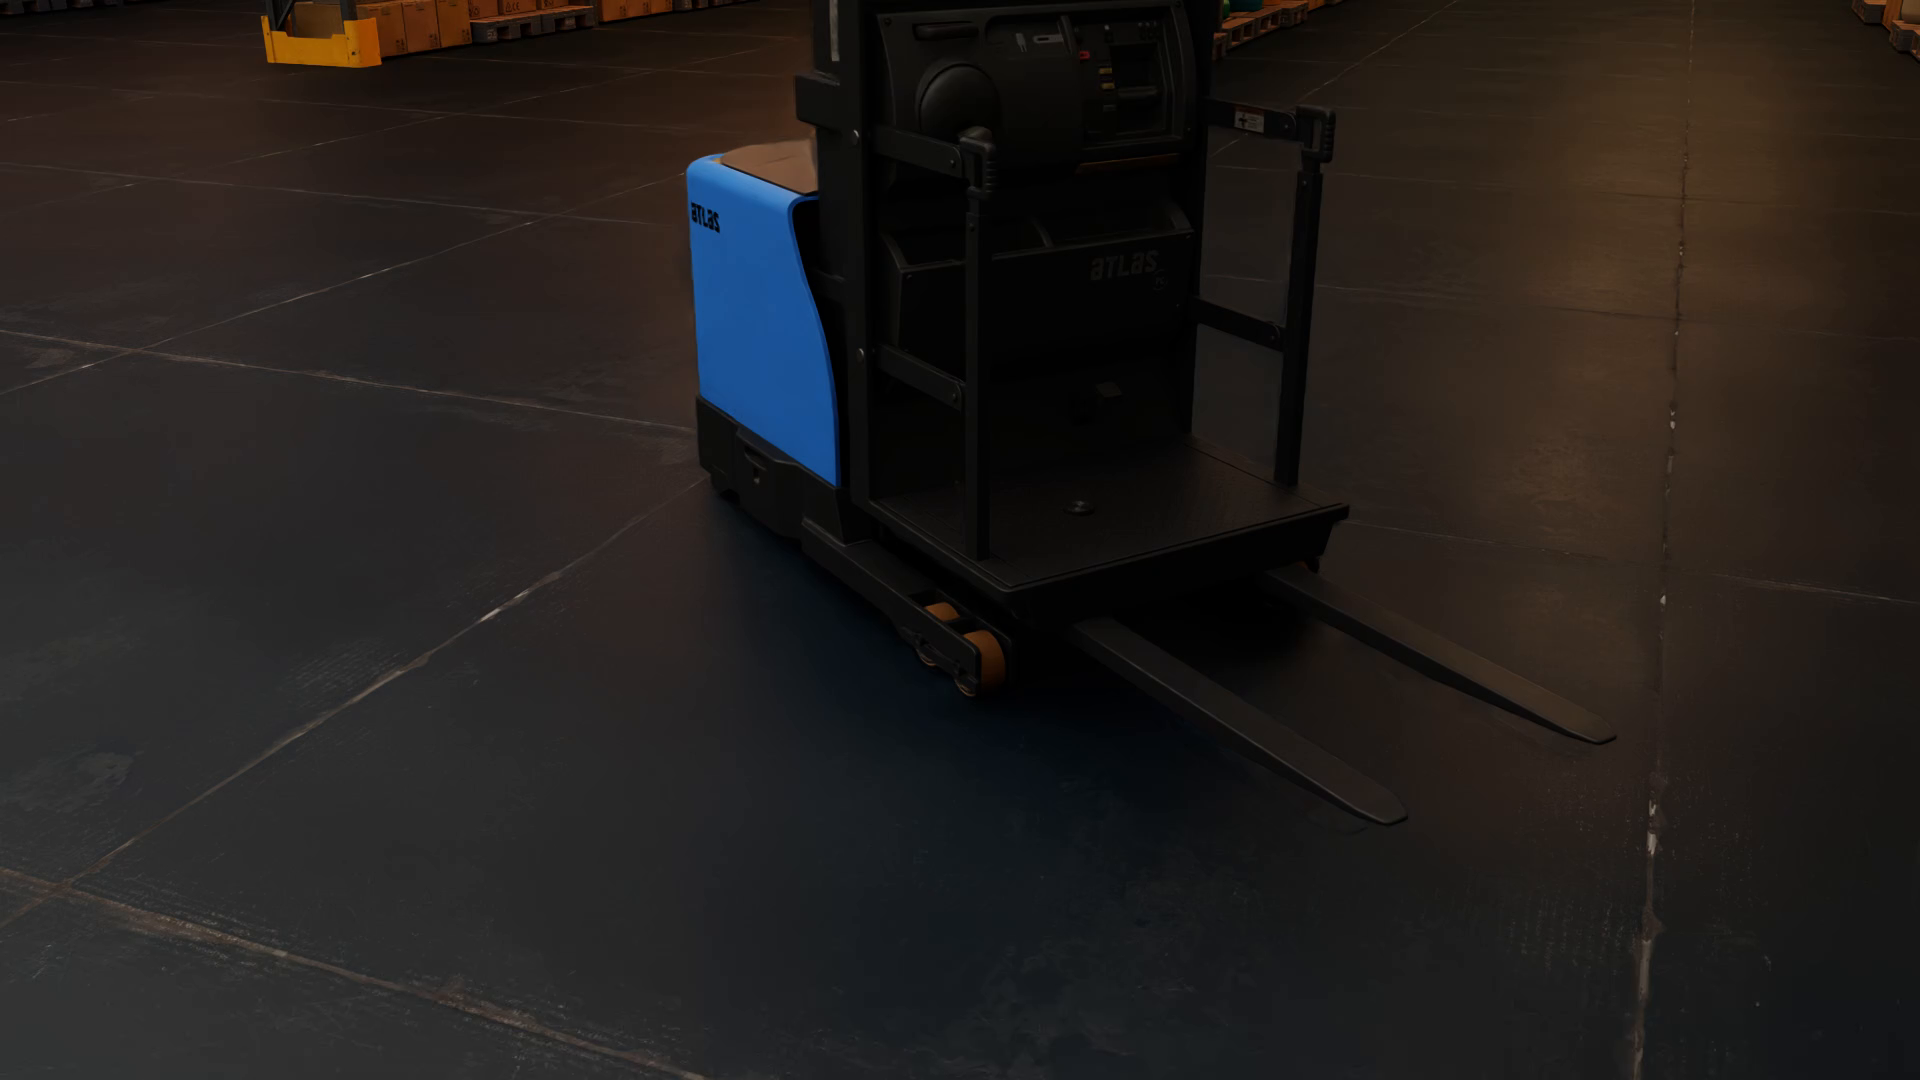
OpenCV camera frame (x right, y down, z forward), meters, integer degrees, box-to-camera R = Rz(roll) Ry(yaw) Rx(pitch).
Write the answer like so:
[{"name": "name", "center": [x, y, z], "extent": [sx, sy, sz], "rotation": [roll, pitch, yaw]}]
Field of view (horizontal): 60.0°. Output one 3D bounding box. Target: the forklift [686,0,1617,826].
[{"name": "forklift", "center": [0.326, -1.165, 4.079], "extent": [1.130, 2.935, 3.031], "rotation": [-13, 26, -28]}]
